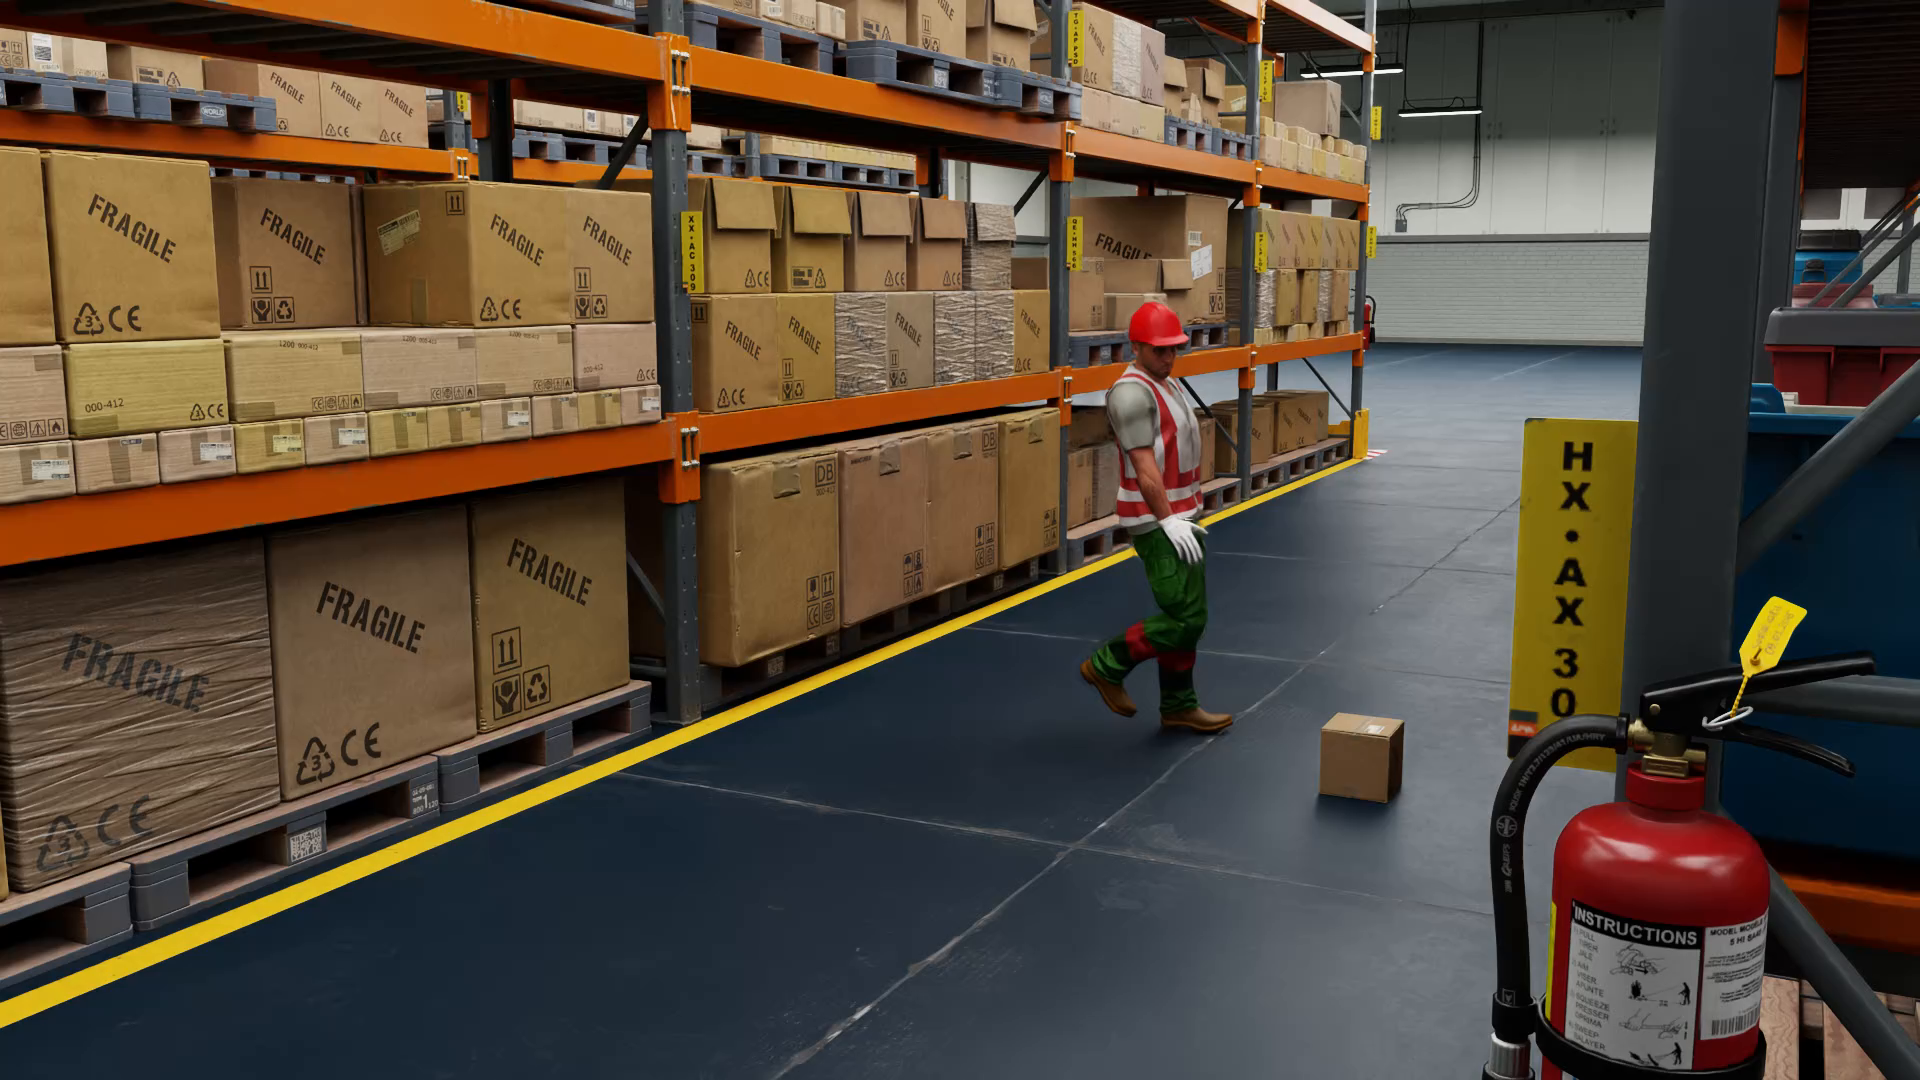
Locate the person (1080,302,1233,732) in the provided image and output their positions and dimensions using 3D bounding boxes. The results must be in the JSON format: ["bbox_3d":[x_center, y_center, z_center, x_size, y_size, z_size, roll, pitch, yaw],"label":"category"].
[{"bbox_3d":[0.789,-0.067,6.673,0.558,1.764,0.577,4,10,23],"label":"person"}]
